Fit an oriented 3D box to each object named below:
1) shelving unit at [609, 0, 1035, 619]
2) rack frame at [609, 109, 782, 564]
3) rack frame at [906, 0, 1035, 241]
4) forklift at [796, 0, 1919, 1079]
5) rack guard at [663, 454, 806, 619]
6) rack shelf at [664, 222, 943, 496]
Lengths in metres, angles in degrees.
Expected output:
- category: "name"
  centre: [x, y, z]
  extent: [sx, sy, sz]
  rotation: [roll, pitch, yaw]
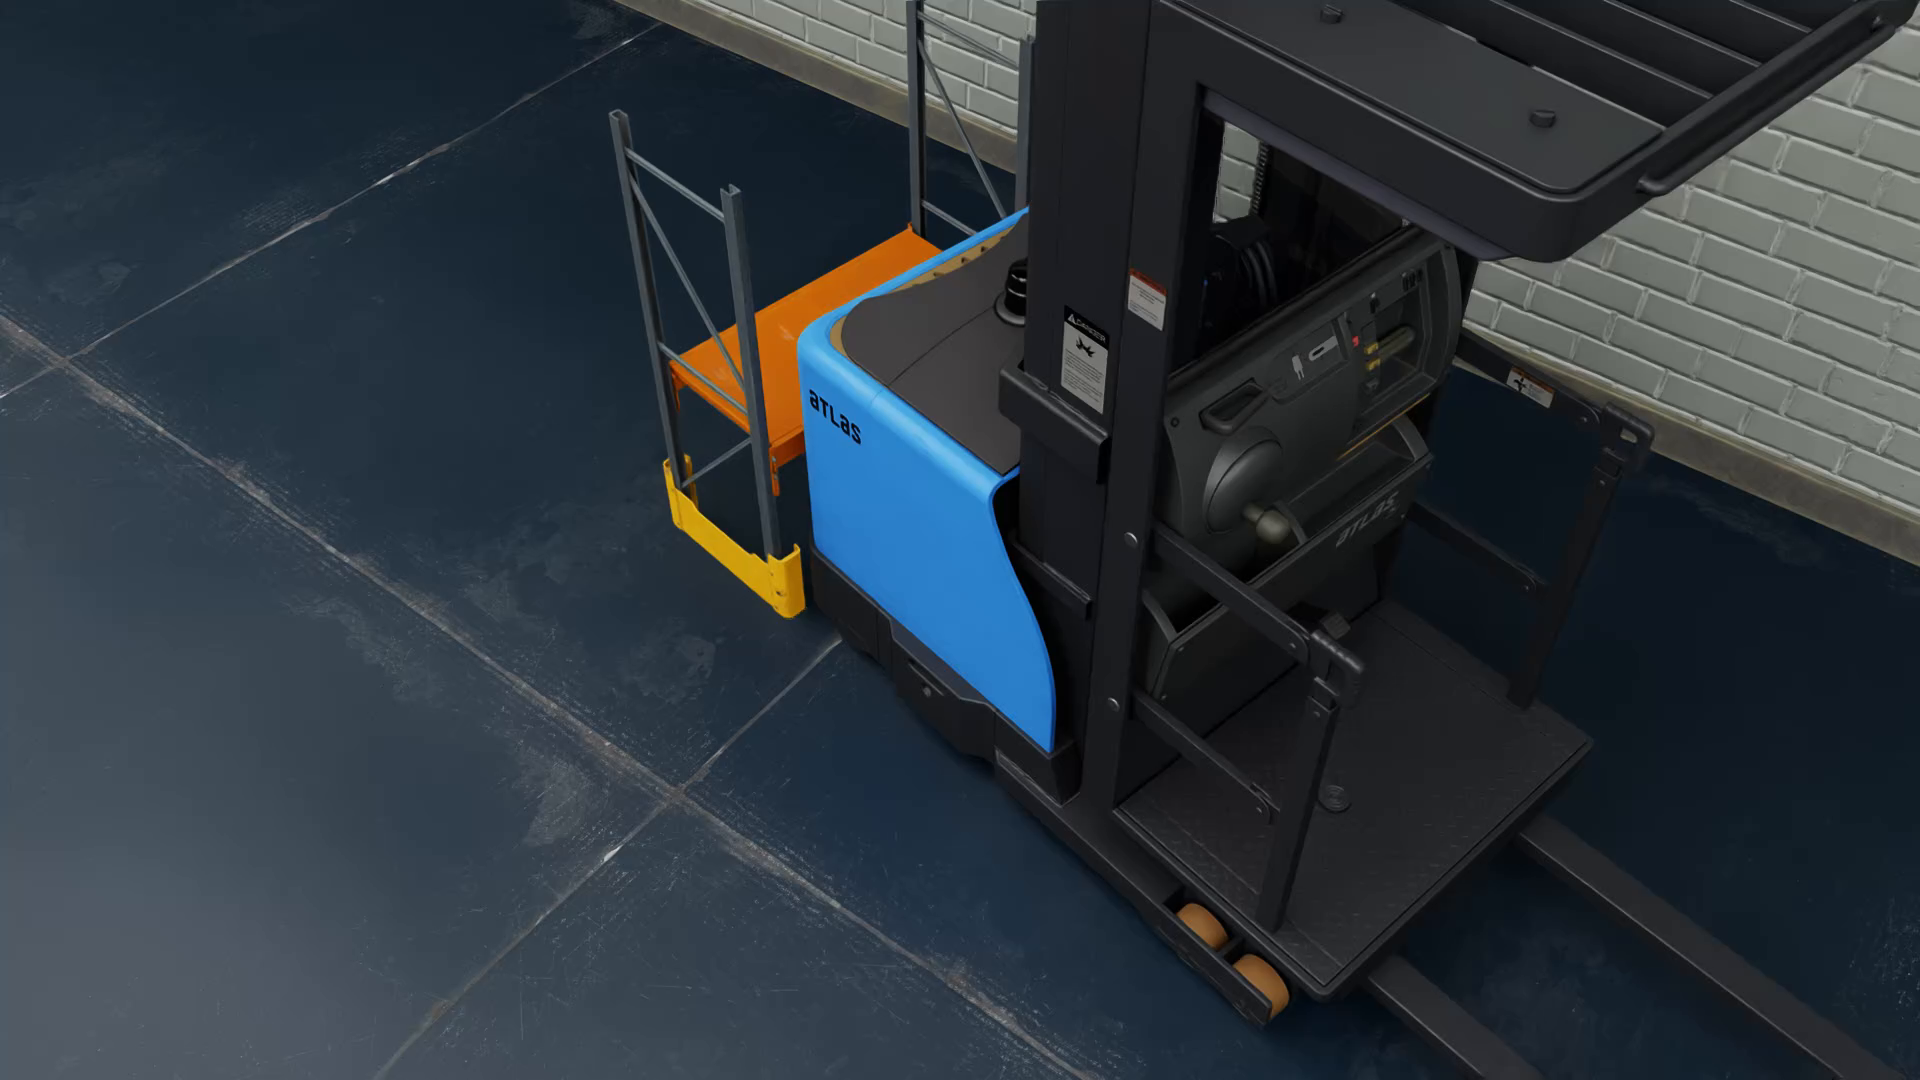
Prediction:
- category: "shelving unit"
  centre: [-0.332, -0.697, 4.879]
  extent: [1.083, 1.500, 0.587]
  rotation: [-35, 55, -29]
- category: "rack frame"
  centre: [-0.706, -0.439, 4.632]
  extent: [0.032, 1.500, 0.500]
  rotation: [-35, 55, -29]
- category: "rack frame"
  centre: [0.029, -0.947, 5.117]
  extent: [0.032, 1.500, 0.500]
  rotation: [-35, 55, -29]
- category: "forklift"
  centre: [0.914, -0.246, 3.458]
  extent: [1.130, 2.935, 3.031]
  rotation: [-33, 54, -27]
- category: "rack guard"
  centre: [-0.692, -0.017, 5.093]
  extent: [0.087, 0.250, 0.587]
  rotation: [-35, 55, -29]
- category: "rack shelf"
  centre: [-0.339, -0.569, 5.005]
  extent: [1.000, 0.185, 0.538]
  rotation: [-35, 55, -29]
